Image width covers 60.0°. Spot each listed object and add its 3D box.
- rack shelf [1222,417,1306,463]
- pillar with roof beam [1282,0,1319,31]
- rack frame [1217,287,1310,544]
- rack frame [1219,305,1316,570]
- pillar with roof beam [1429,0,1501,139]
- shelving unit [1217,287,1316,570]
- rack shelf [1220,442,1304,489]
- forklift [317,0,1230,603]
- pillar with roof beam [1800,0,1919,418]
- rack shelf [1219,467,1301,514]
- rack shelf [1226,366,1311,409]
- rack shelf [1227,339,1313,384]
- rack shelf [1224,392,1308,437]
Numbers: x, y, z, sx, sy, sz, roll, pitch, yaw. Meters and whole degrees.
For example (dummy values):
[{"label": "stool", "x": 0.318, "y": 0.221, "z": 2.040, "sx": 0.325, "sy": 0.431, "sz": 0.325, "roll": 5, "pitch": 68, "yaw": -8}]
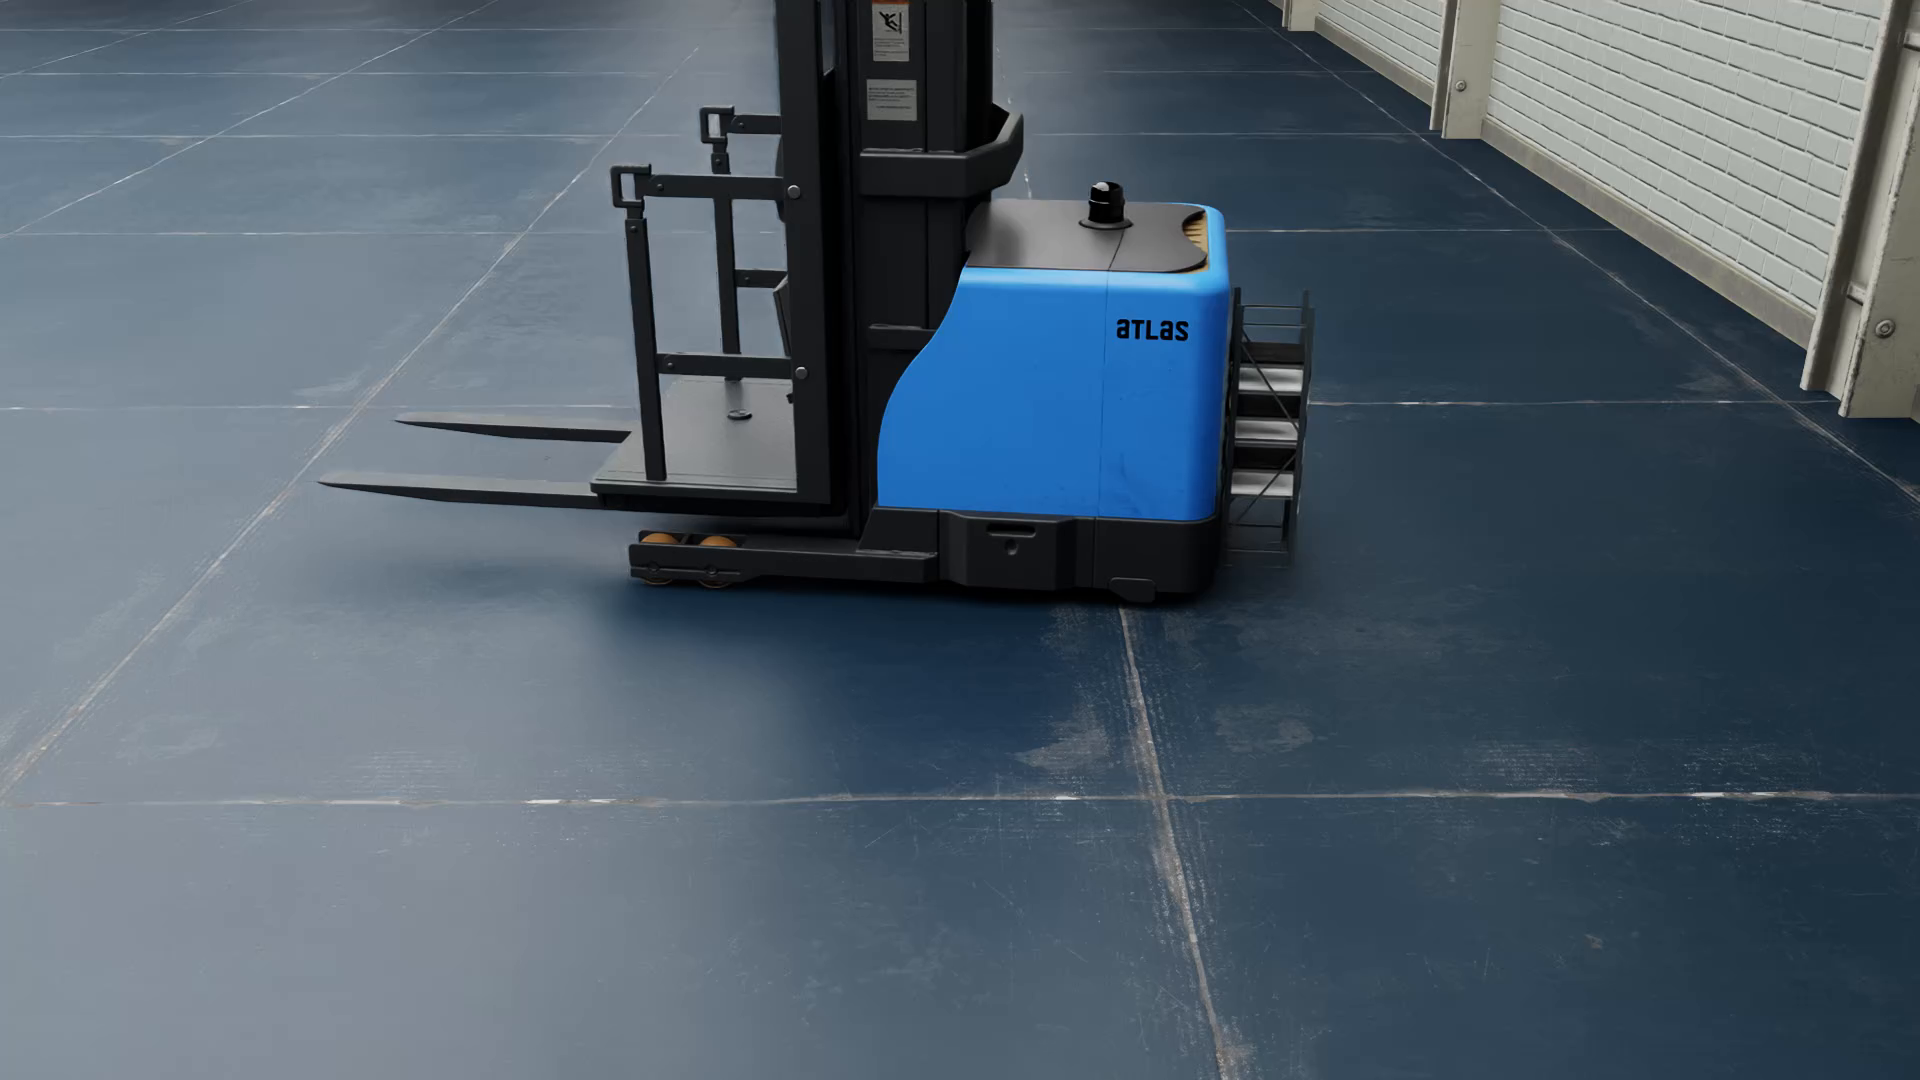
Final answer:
[{"label": "rack shelf", "x": 0.996, "y": -0.329, "z": 5.467, "sx": 0.258, "sy": 0.077, "sz": 0.200, "roll": 2, "pitch": 24, "yaw": 5}, {"label": "pillar with roof beam", "x": -0.632, "y": -9.614, "z": 16.086, "sx": 9.100, "sy": 9.000, "sz": 0.400, "roll": 0, "pitch": 24, "yaw": -1}, {"label": "rack frame", "x": 1.007, "y": -0.401, "z": 5.545, "sx": 0.240, "sy": 0.900, "sz": 0.006, "roll": 2, "pitch": 24, "yaw": 5}, {"label": "rack frame", "x": 0.986, "y": -0.318, "z": 5.361, "sx": 0.240, "sy": 0.900, "sz": 0.006, "roll": 2, "pitch": 24, "yaw": 5}, {"label": "pillar with roof beam", "x": -0.566, "y": -7.141, "z": 10.619, "sx": 9.100, "sy": 9.000, "sz": 0.400, "roll": 0, "pitch": 24, "yaw": -1}, {"label": "shelving unit", "x": 0.996, "y": -0.360, "z": 5.453, "sx": 0.258, "sy": 0.900, "sz": 0.210, "roll": 2, "pitch": 24, "yaw": 5}, {"label": "rack shelf", "x": 0.996, "y": -0.247, "z": 5.504, "sx": 0.258, "sy": 0.077, "sz": 0.200, "roll": 2, "pitch": 24, "yaw": 5}, {"label": "forklift", "x": -0.644, "y": -1.390, "z": 5.266, "sx": 3.031, "sy": 2.935, "sz": 1.130, "roll": 3, "pitch": 25, "yaw": 6}, {"label": "pillar with roof beam", "x": -0.501, "y": -4.669, "z": 5.153, "sx": 9.100, "sy": 9.000, "sz": 0.400, "roll": 0, "pitch": 24, "yaw": -1}, {"label": "rack shelf", "x": 0.996, "y": -0.165, "z": 5.541, "sx": 0.258, "sy": 0.077, "sz": 0.200, "roll": 2, "pitch": 24, "yaw": 5}, {"label": "rack shelf", "x": 0.996, "y": -0.493, "z": 5.393, "sx": 0.258, "sy": 0.077, "sz": 0.200, "roll": 2, "pitch": 24, "yaw": 5}, {"label": "rack shelf", "x": 0.996, "y": -0.575, "z": 5.356, "sx": 0.258, "sy": 0.077, "sz": 0.200, "roll": 2, "pitch": 24, "yaw": 5}, {"label": "rack shelf", "x": 0.996, "y": -0.411, "z": 5.430, "sx": 0.258, "sy": 0.077, "sz": 0.200, "roll": 2, "pitch": 24, "yaw": 5}]
